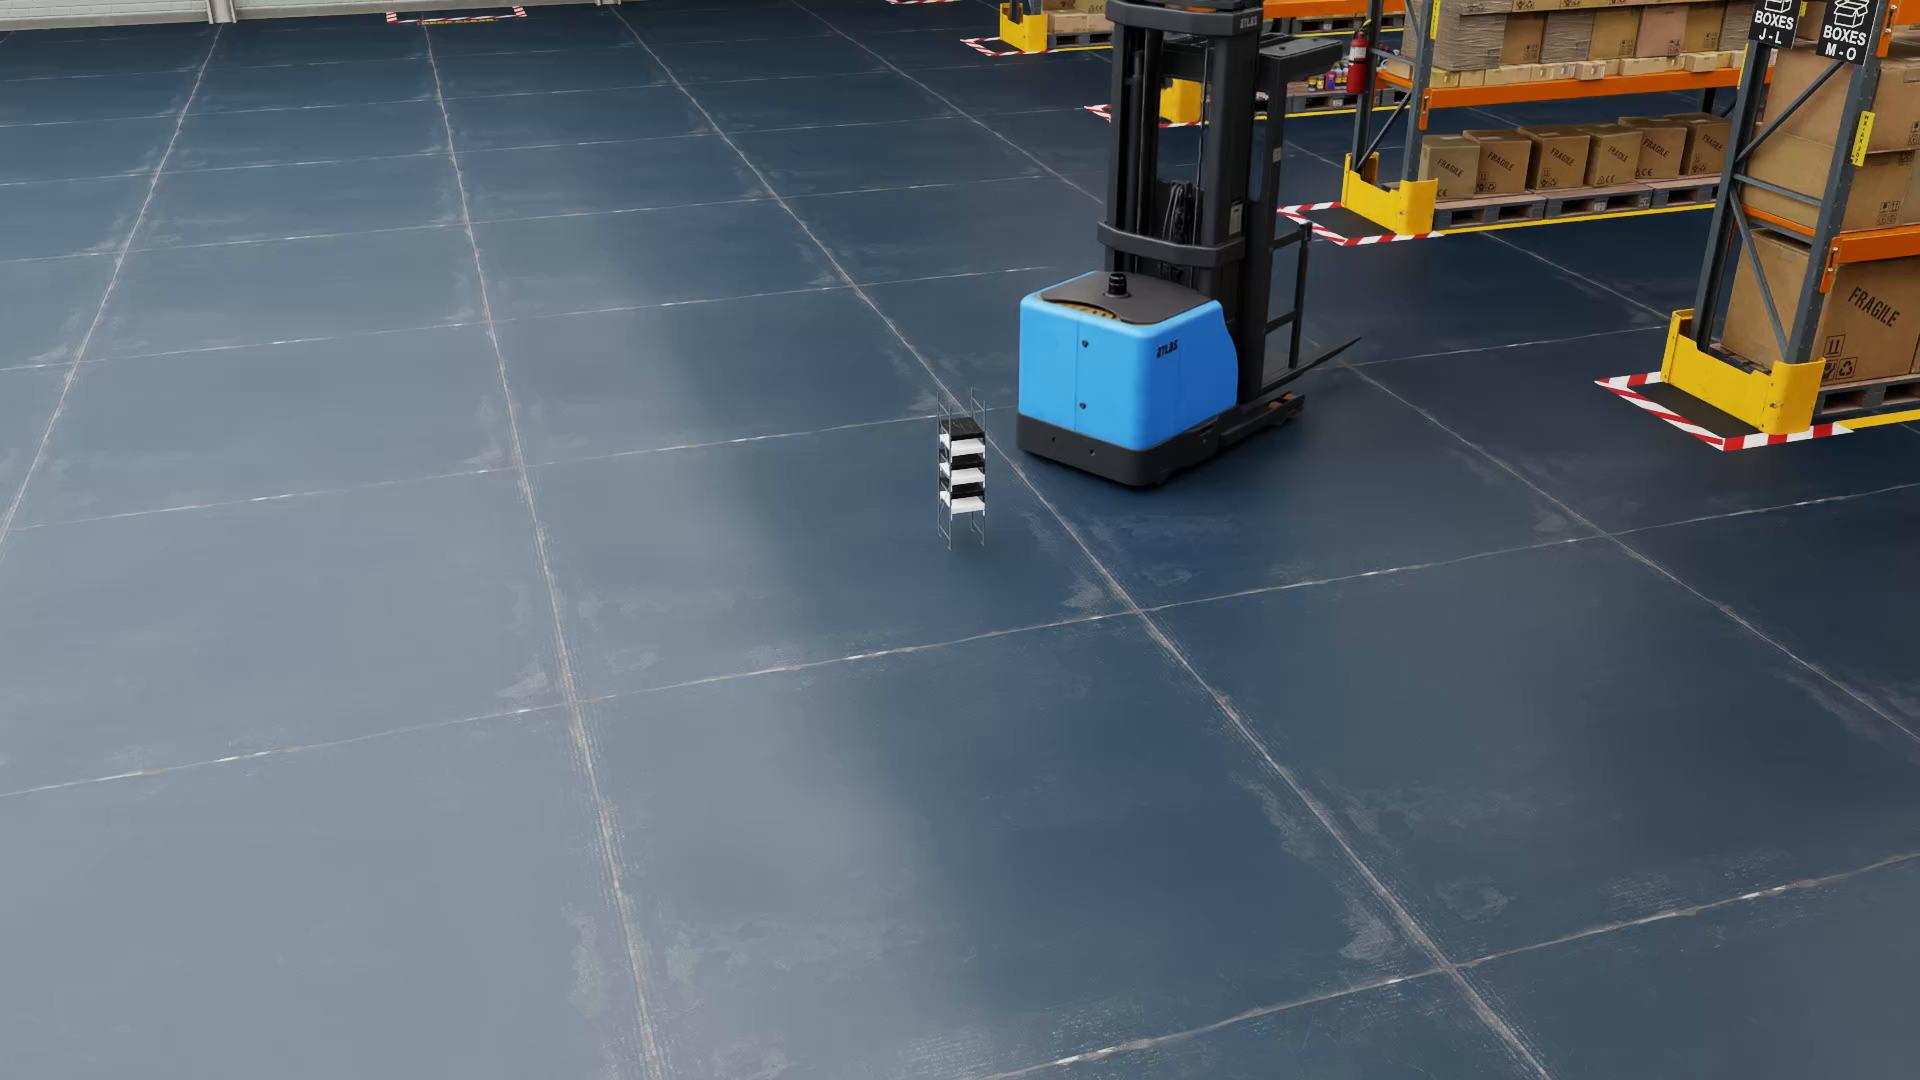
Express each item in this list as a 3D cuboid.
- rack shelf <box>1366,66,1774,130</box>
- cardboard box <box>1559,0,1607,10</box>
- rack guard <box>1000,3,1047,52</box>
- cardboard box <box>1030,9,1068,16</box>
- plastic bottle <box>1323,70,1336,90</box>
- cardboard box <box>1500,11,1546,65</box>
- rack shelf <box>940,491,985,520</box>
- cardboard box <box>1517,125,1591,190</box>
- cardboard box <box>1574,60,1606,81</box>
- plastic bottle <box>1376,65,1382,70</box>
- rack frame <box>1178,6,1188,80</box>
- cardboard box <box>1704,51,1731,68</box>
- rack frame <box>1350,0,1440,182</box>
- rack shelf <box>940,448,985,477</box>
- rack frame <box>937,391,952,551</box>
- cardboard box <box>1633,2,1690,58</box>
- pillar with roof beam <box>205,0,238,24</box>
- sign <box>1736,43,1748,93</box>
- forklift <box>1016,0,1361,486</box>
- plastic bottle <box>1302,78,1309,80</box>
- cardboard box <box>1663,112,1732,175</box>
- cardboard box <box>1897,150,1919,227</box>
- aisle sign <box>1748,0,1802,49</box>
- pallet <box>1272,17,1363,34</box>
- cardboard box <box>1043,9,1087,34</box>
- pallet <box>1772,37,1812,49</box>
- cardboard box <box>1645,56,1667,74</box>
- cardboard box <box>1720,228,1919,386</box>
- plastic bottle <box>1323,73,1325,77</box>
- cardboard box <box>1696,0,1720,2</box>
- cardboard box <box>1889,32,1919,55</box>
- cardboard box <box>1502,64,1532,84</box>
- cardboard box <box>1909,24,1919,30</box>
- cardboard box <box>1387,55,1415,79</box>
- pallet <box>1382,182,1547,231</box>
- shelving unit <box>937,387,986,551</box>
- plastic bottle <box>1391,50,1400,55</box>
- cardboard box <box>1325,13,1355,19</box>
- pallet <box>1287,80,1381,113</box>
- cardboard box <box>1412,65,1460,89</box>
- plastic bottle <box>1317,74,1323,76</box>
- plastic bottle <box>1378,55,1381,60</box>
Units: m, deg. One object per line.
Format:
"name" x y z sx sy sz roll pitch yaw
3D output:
"rack shelf" 5.911 -4.376 16.000 4.000 0.370 1.077 -8 28 -16
"cardboard box" 5.569 -5.144 15.167 0.500 0.500 0.500 -8 28 -16
"rack guard" 0.922 -7.489 24.272 0.348 0.500 1.175 -8 28 -16
"cardboard box" 1.363 -7.767 24.641 0.500 0.250 0.500 -8 28 -16
"plastic bottle" 4.516 -5.638 20.294 0.133 0.283 0.061 -8 27 -15
"cardboard box" 4.979 -4.784 15.567 0.500 0.500 0.875 -8 28 -16
"rack shelf" 0.008 -0.213 9.647 0.200 0.077 0.258 -8 28 -16
"cardboard box" 5.767 -3.745 16.259 0.500 0.500 0.500 -6 27 -11
"cardboard box" 5.810 -4.414 15.550 0.250 0.149 0.380 -8 28 -16
"plastic bottle" 5.110 -5.742 20.512 0.135 0.276 0.152 -8 27 -15
"rack frame" 2.475 -6.517 19.503 0.127 3.000 1.000 -8 28 -16
"cardboard box" 7.202 -4.668 16.061 0.250 0.149 0.380 -8 28 -16
"rack frame" 4.009 -4.423 15.285 0.127 3.000 1.000 -8 28 -16
"rack shelf" 0.008 -0.455 9.527 0.200 0.077 0.258 -8 28 -16
"rack frame" -0.089 -0.390 9.524 0.006 0.900 0.240 -8 28 -16
"cardboard box" 6.435 -4.950 15.901 0.500 0.500 0.875 -8 28 -16
"pillar with roof beam" -10.272 -10.382 20.543 0.400 9.000 9.100 -8 28 -16
"sign" 5.294 -3.168 11.189 0.005 0.325 0.100 -8 28 -16
"forklift" 1.717 -2.219 10.923 1.130 2.935 3.031 21 34 36
"plastic bottle" 4.367 -5.914 20.848 0.133 0.283 0.061 -8 28 -16
"cardboard box" 7.420 -4.004 16.780 0.500 0.500 0.500 -9 28 -18
"cardboard box" 6.304 -2.534 11.312 0.550 0.550 0.875 -8 28 -16
"aisle sign" 5.288 -3.593 10.691 0.004 0.787 0.394 -8 28 -16
"pallet" 5.437 -8.031 25.690 1.213 0.211 1.003 -8 28 -16
"cardboard box" 1.524 -7.548 24.200 0.500 0.250 0.500 -8 28 -16
"pallet" 8.584 -4.931 16.525 1.213 0.211 1.003 -8 28 -16
"cardboard box" 6.495 -4.556 15.836 0.250 0.149 0.380 -8 28 -16
"cardboard box" 6.073 -1.669 11.656 0.875 0.875 0.875 -8 28 -16
"plastic bottle" 4.622 -6.032 21.012 0.185 0.351 0.144 -7 27 -14
"cardboard box" 6.995 -5.352 15.585 0.500 0.500 0.500 -8 28 -16
"cardboard box" 6.308 -3.012 11.060 0.550 0.550 0.875 -8 28 -16
"cardboard box" 5.071 -4.346 15.414 0.250 0.149 0.380 -8 28 -16
"cardboard box" 9.432 -5.485 16.838 0.637 0.503 0.797 -5 27 -11
"cardboard box" 4.216 -4.437 15.596 0.250 0.149 0.380 -8 28 -16
"pallet" 4.865 -3.281 16.121 1.213 0.211 1.003 -8 28 -16
"shelving unit" 0.008 -0.404 9.552 0.210 0.900 0.258 -8 28 -16
"plastic bottle" 5.541 -6.130 21.293 0.135 0.276 0.152 -7 27 -14
"cardboard box" 5.695 -8.140 25.392 0.500 0.250 0.500 -8 27 -15
"pallet" 4.465 -5.574 20.740 1.213 0.211 1.003 -8 28 -16
"cardboard box" 4.354 -4.248 15.217 0.250 0.149 0.380 -8 28 -16
"plastic bottle" 4.522 -5.891 20.894 0.097 0.201 0.097 0 26 0
"plastic bottle" 5.282 -6.036 21.108 0.097 0.271 0.097 0 26 0
